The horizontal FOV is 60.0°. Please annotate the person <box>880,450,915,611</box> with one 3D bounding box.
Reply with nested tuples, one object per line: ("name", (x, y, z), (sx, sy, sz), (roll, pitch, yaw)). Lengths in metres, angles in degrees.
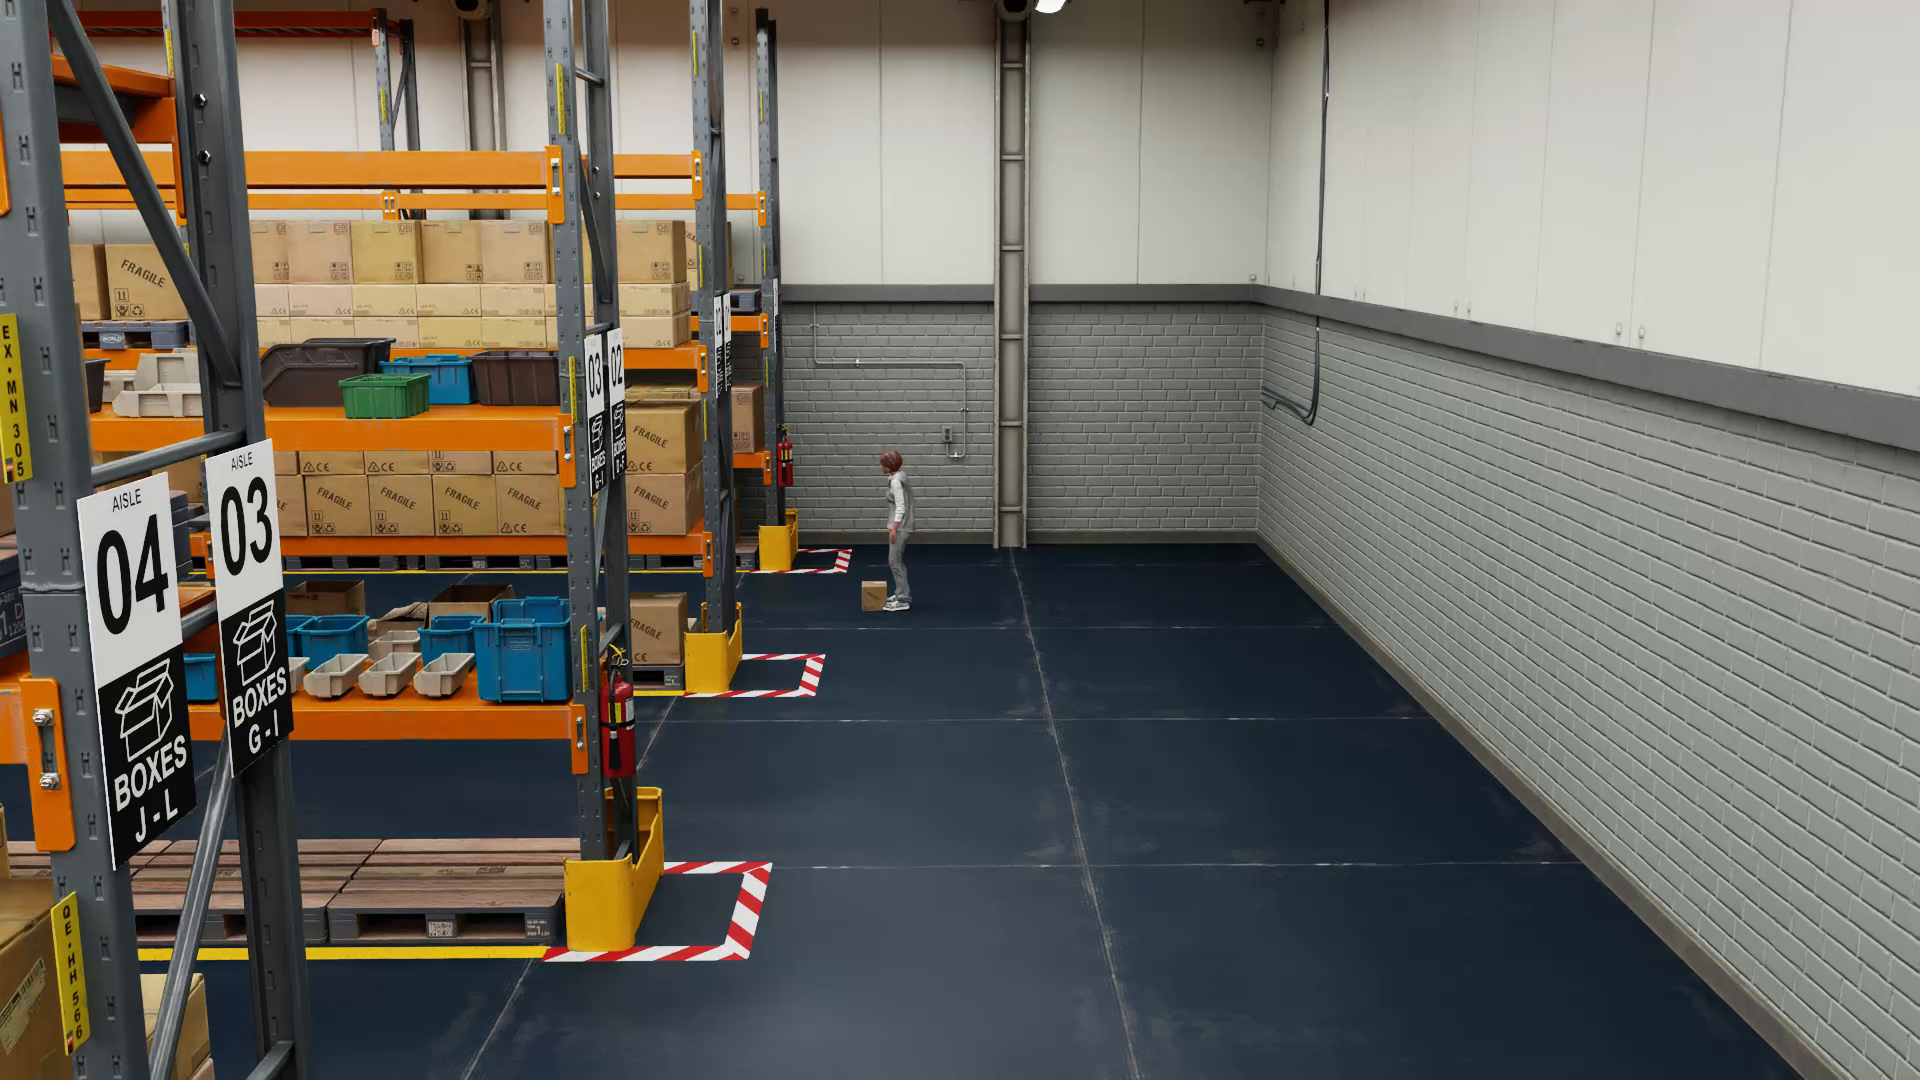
("person", (-0.617, -0.103, 16.500), (0.343, 1.593, 0.460), (0, 11, -1))
